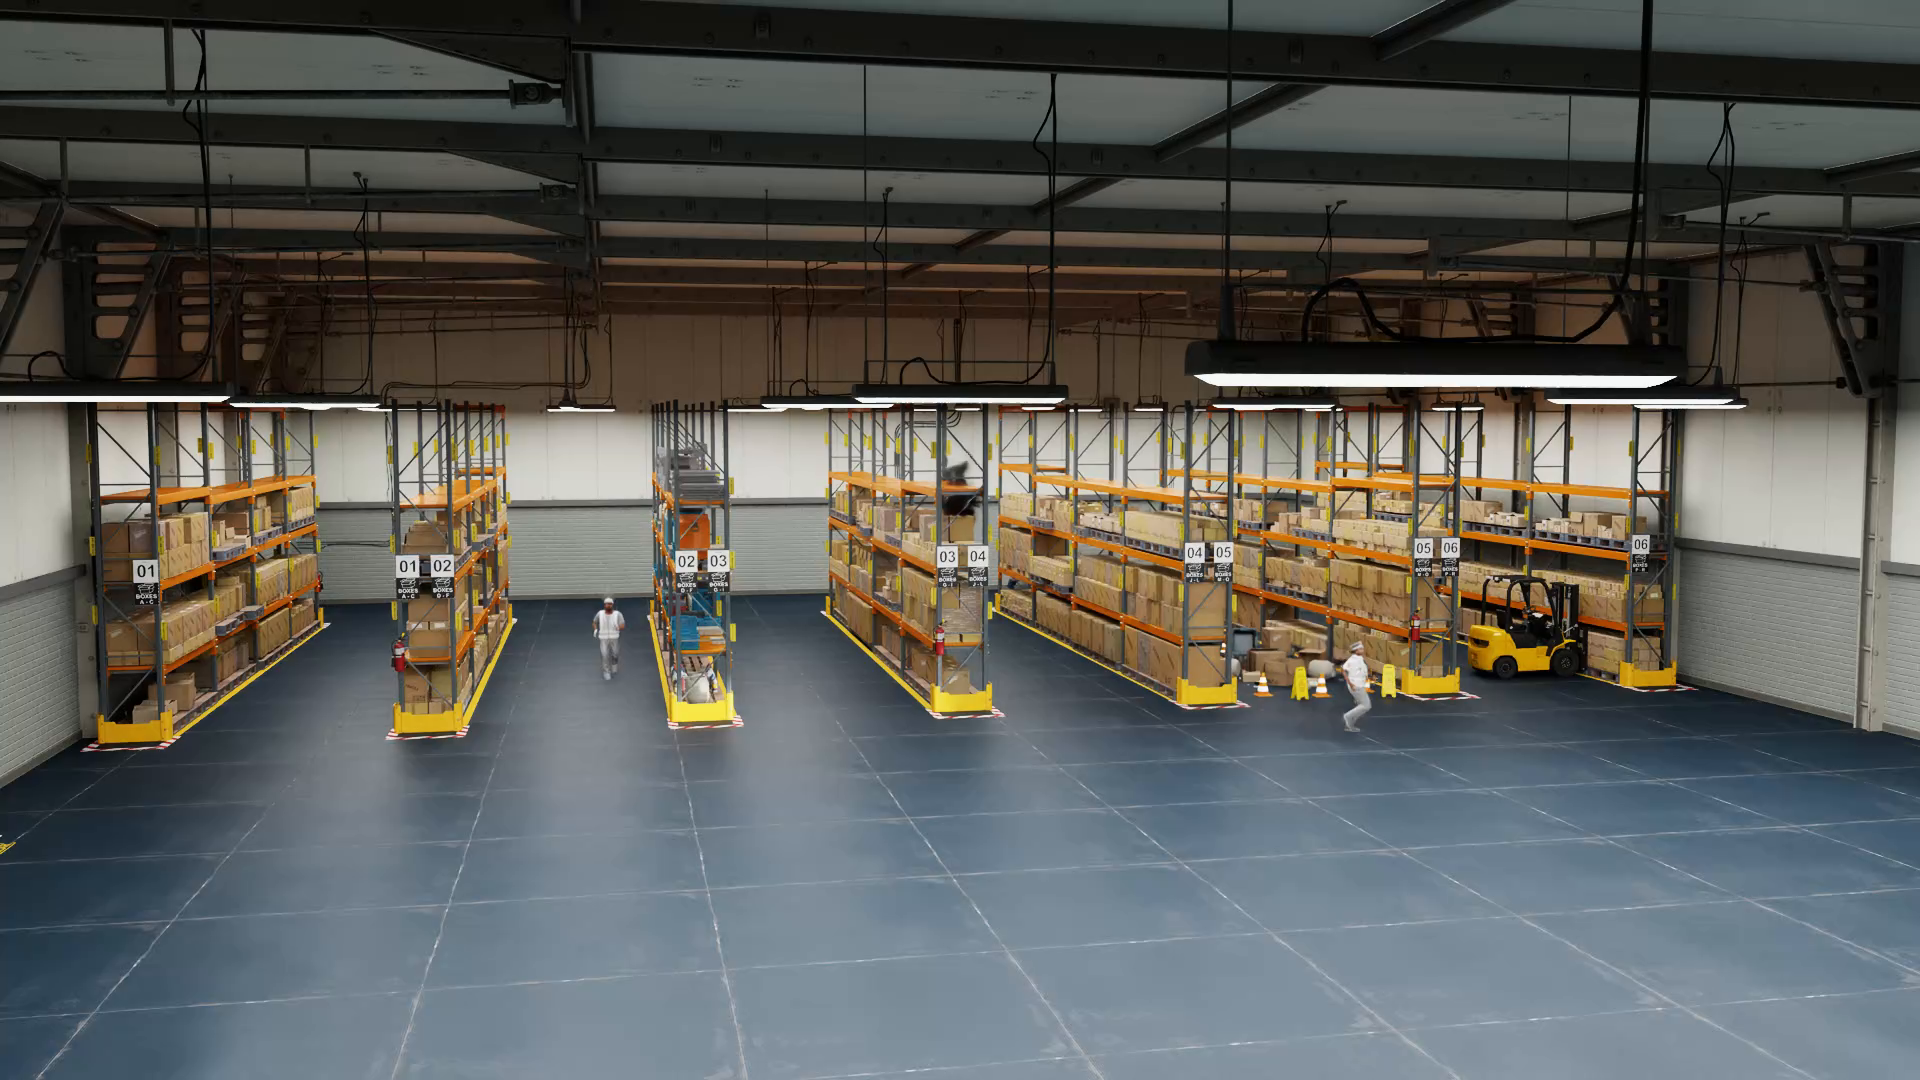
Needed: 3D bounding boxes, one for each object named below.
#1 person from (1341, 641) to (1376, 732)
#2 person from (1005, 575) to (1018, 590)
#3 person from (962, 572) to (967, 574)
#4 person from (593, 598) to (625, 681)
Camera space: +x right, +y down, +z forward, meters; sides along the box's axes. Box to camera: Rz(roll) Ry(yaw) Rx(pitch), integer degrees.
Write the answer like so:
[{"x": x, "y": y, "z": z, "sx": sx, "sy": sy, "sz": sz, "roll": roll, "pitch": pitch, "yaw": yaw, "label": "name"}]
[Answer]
[{"x": 7.197, "y": 2.639, "z": 29.900, "sx": 0.561, "sy": 1.657, "sz": 0.564, "roll": 2, "pitch": 5, "yaw": 28, "label": "person"}, {"x": 1.649, "y": 1.186, "z": 50.032, "sx": 0.575, "sy": 1.564, "sz": 0.574, "roll": -1, "pitch": 4, "yaw": -9, "label": "person"}, {"x": 0.052, "y": 1.726, "z": 41.456, "sx": 0.631, "sy": 1.850, "sz": 0.740, "roll": -2, "pitch": 5, "yaw": -22, "label": "person"}, {"x": -7.593, "y": 2.132, "z": 35.975, "sx": 0.698, "sy": 1.759, "sz": 0.905, "roll": -1, "pitch": 4, "yaw": -11, "label": "person"}]
